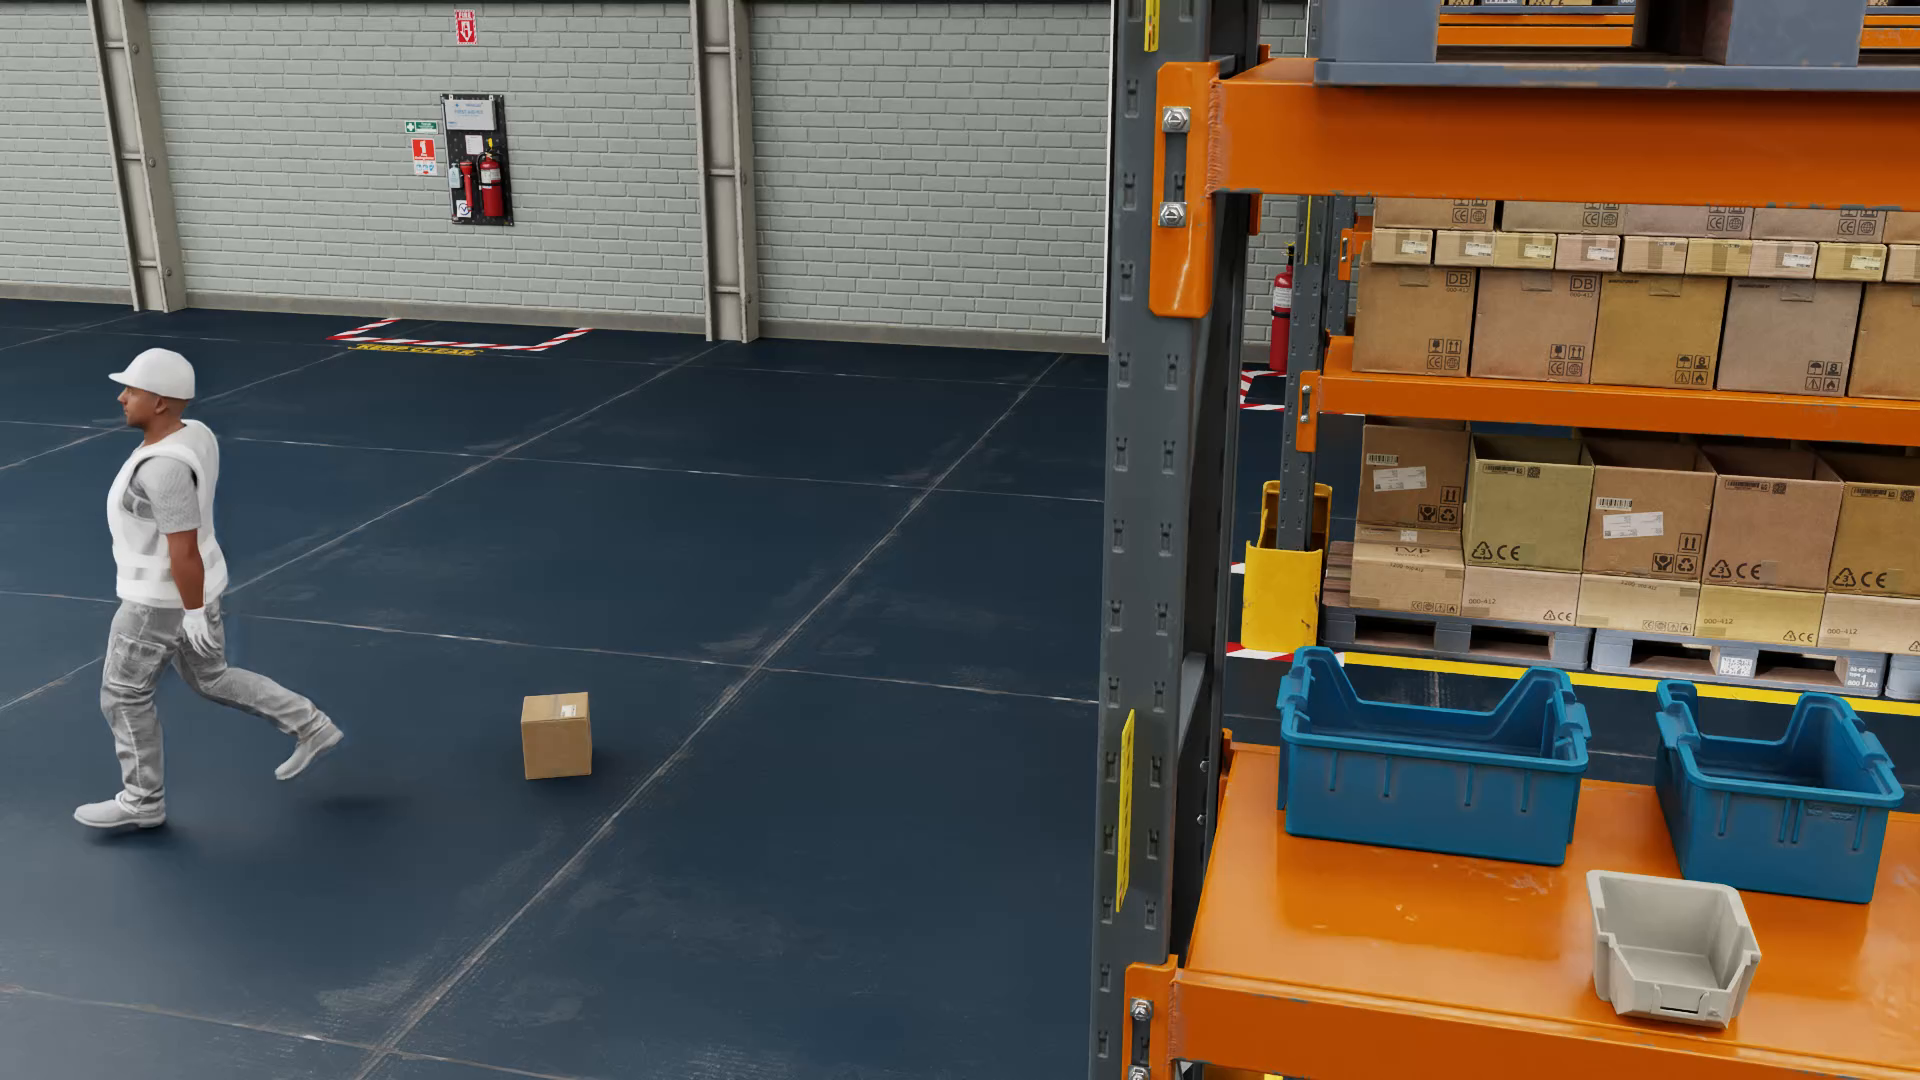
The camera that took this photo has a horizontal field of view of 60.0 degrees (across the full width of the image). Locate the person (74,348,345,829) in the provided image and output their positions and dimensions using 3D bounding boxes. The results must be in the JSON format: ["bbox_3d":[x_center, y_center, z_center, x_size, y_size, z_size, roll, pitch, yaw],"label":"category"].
[{"bbox_3d":[-2.786,0.177,5.967,0.930,1.750,0.540,-3,18,-8],"label":"person"}]
